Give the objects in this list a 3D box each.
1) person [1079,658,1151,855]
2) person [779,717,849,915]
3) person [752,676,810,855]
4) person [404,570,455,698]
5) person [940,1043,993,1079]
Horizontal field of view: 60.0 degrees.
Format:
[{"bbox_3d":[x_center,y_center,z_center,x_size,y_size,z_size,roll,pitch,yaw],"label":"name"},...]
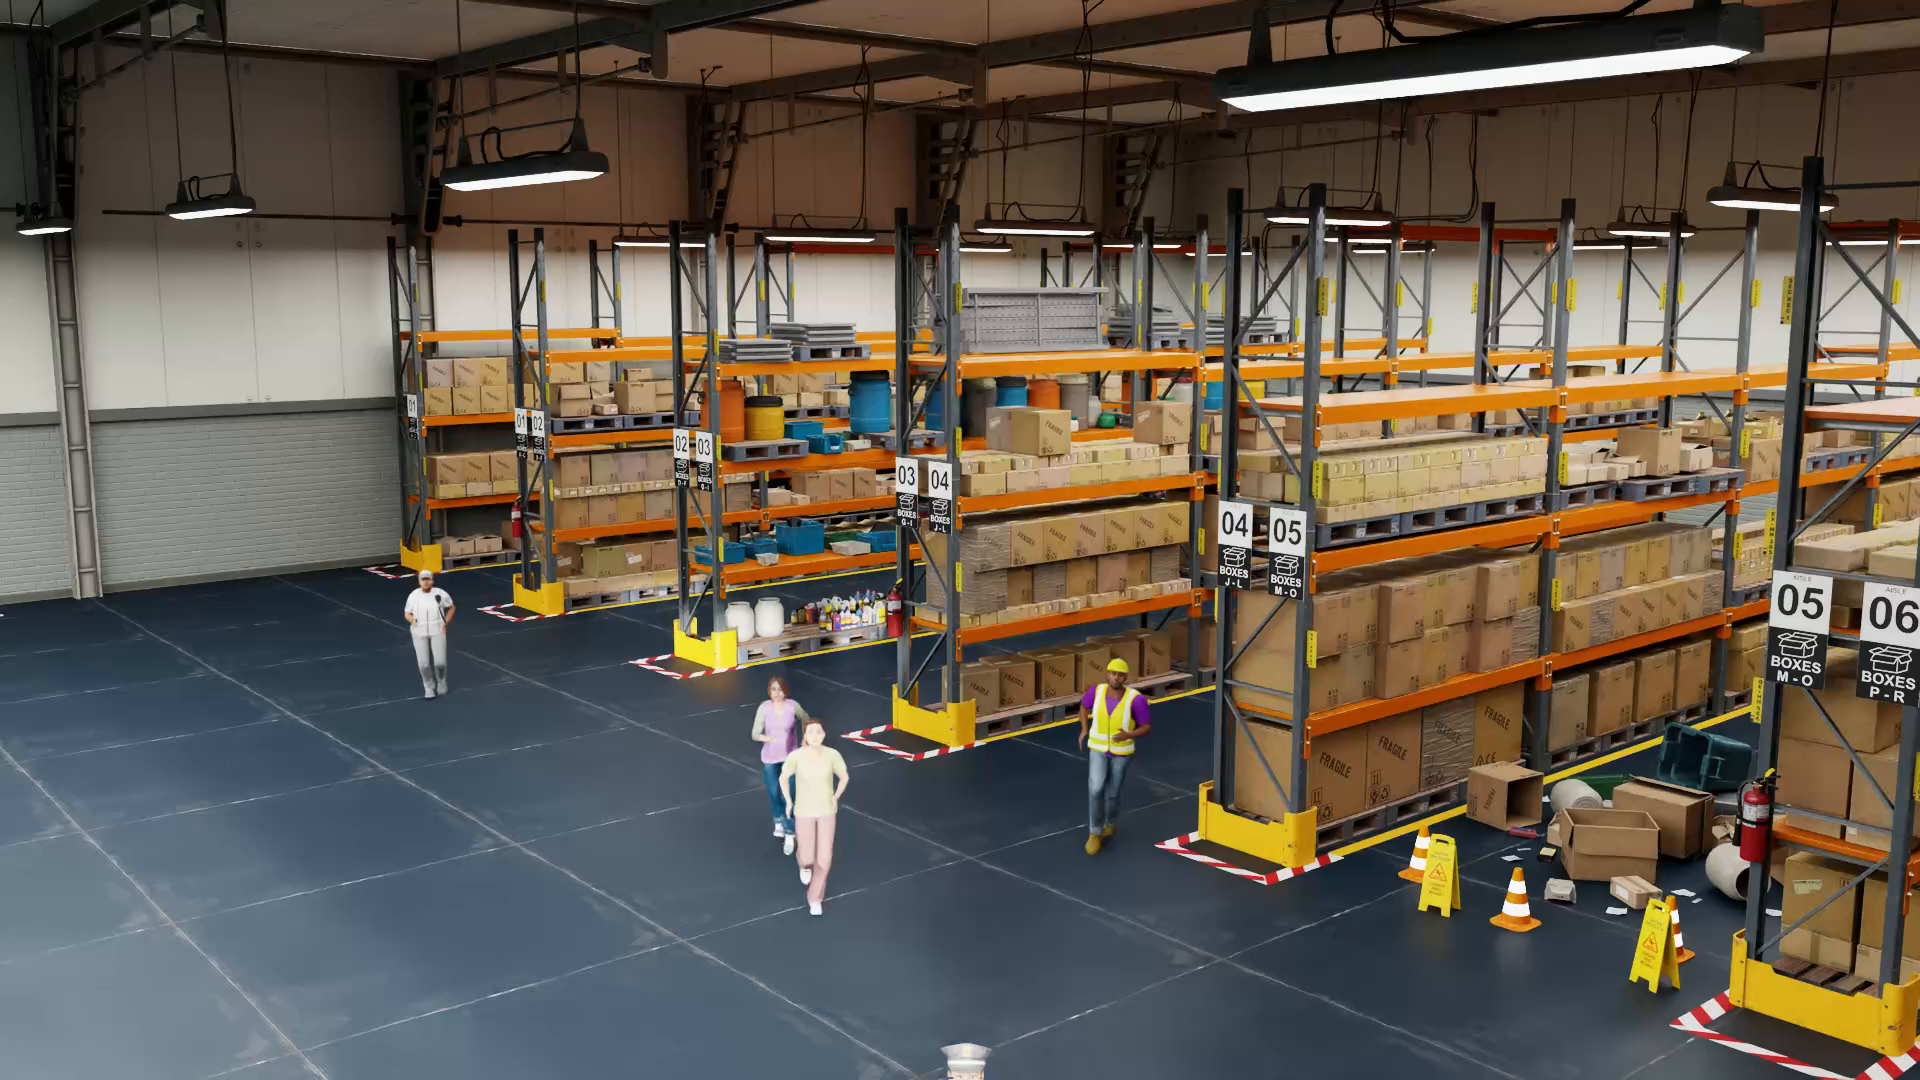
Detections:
[{"bbox_3d":[1.413,1.963,15.323,0.686,1.785,0.652,2,9,12],"label":"person"},{"bbox_3d":[-1.206,2.267,13.833,0.581,1.618,0.565,-1,9,-9],"label":"person"},{"bbox_3d":[-1.643,2.049,15.266,0.507,1.634,0.693,0,9,2],"label":"person"},{"bbox_3d":[-6.608,1.184,20.724,0.594,1.623,0.550,-2,9,-13],"label":"person"},{"bbox_3d":[0.019,3.152,7.901,0.622,1.650,0.698,0,9,2],"label":"person"}]
